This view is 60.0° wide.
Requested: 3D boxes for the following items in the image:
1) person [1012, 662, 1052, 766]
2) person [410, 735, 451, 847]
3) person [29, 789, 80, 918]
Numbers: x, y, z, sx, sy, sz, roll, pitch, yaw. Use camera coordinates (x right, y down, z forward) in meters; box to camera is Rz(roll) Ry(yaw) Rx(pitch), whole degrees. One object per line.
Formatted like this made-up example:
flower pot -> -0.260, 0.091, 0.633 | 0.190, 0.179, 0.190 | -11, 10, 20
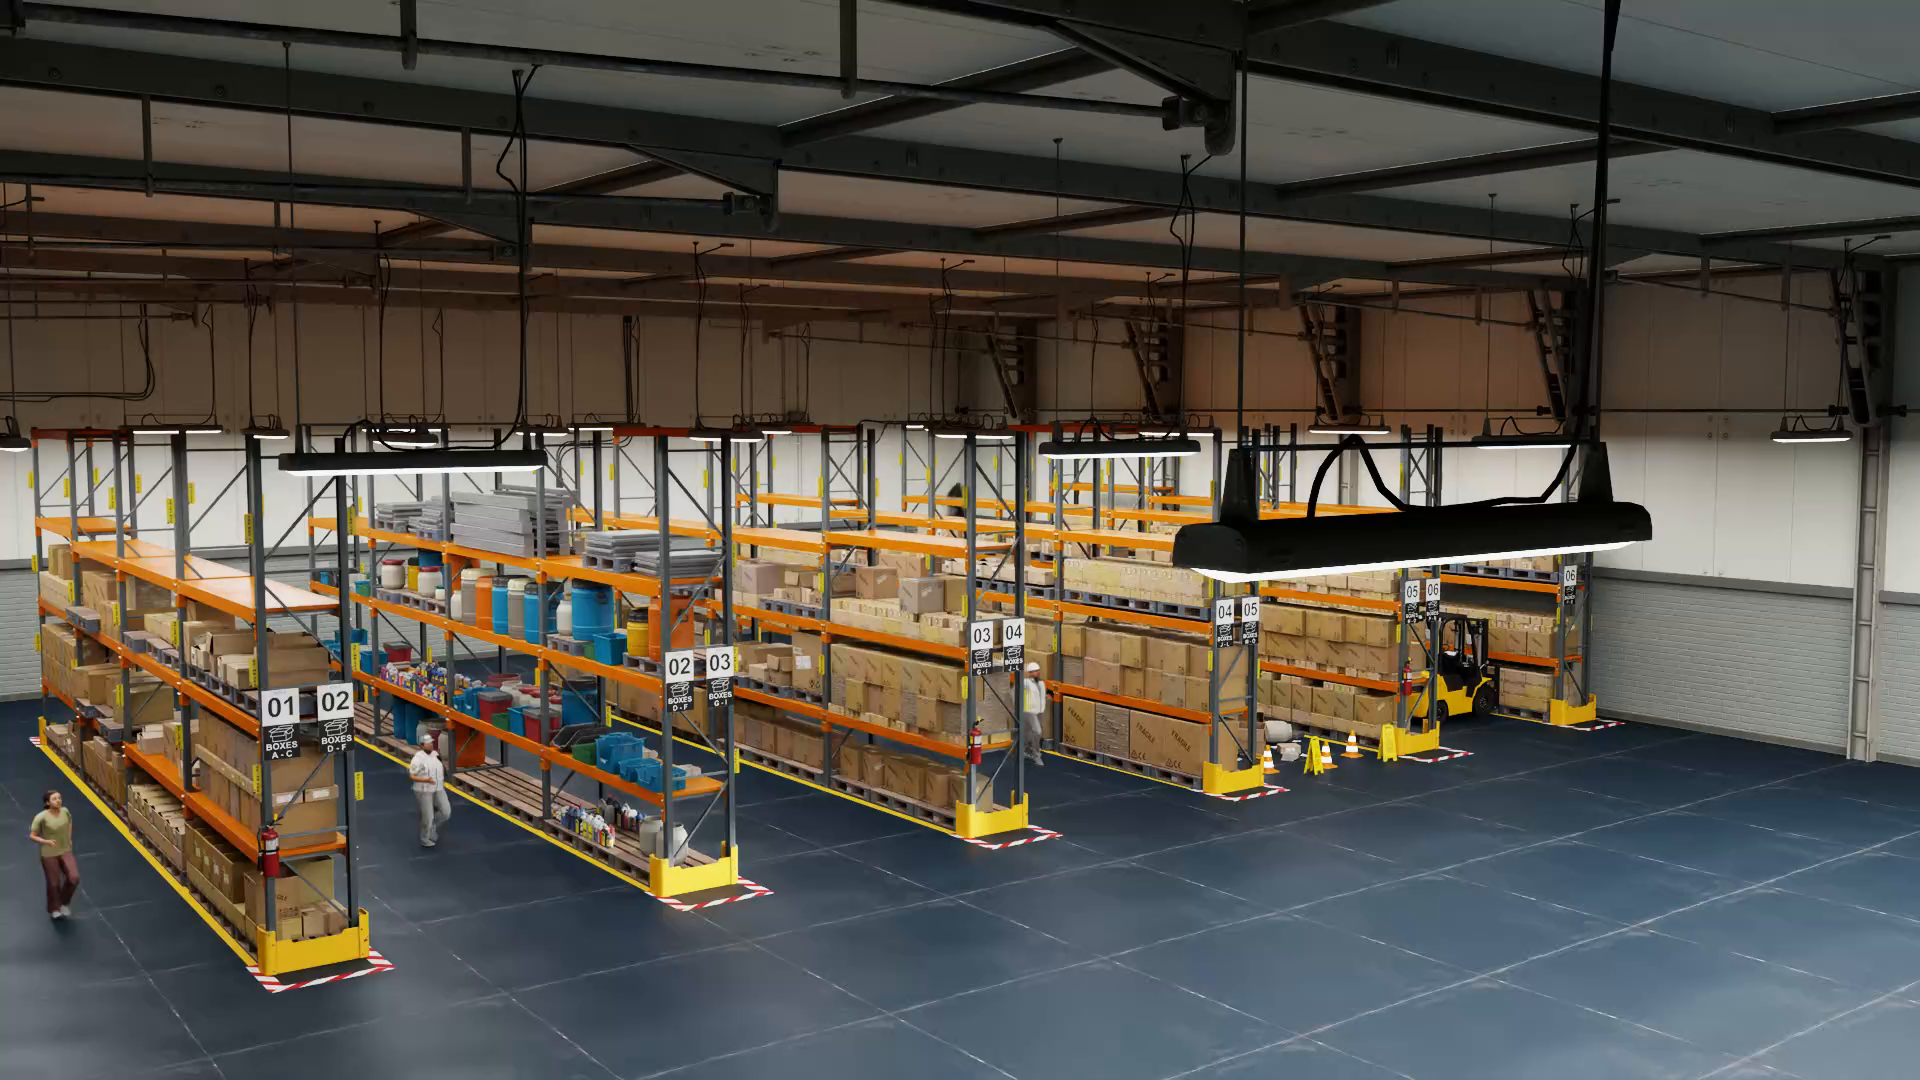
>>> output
person -> 1.279, 3.112, 29.812 | 0.799, 1.837, 0.555 | 4, 6, 44
person -> -7.632, 3.632, 24.050 | 0.546, 1.611, 0.593 | 3, 6, 36
person -> -11.165, 3.891, 20.548 | 0.583, 1.627, 0.581 | 4, 6, 38
